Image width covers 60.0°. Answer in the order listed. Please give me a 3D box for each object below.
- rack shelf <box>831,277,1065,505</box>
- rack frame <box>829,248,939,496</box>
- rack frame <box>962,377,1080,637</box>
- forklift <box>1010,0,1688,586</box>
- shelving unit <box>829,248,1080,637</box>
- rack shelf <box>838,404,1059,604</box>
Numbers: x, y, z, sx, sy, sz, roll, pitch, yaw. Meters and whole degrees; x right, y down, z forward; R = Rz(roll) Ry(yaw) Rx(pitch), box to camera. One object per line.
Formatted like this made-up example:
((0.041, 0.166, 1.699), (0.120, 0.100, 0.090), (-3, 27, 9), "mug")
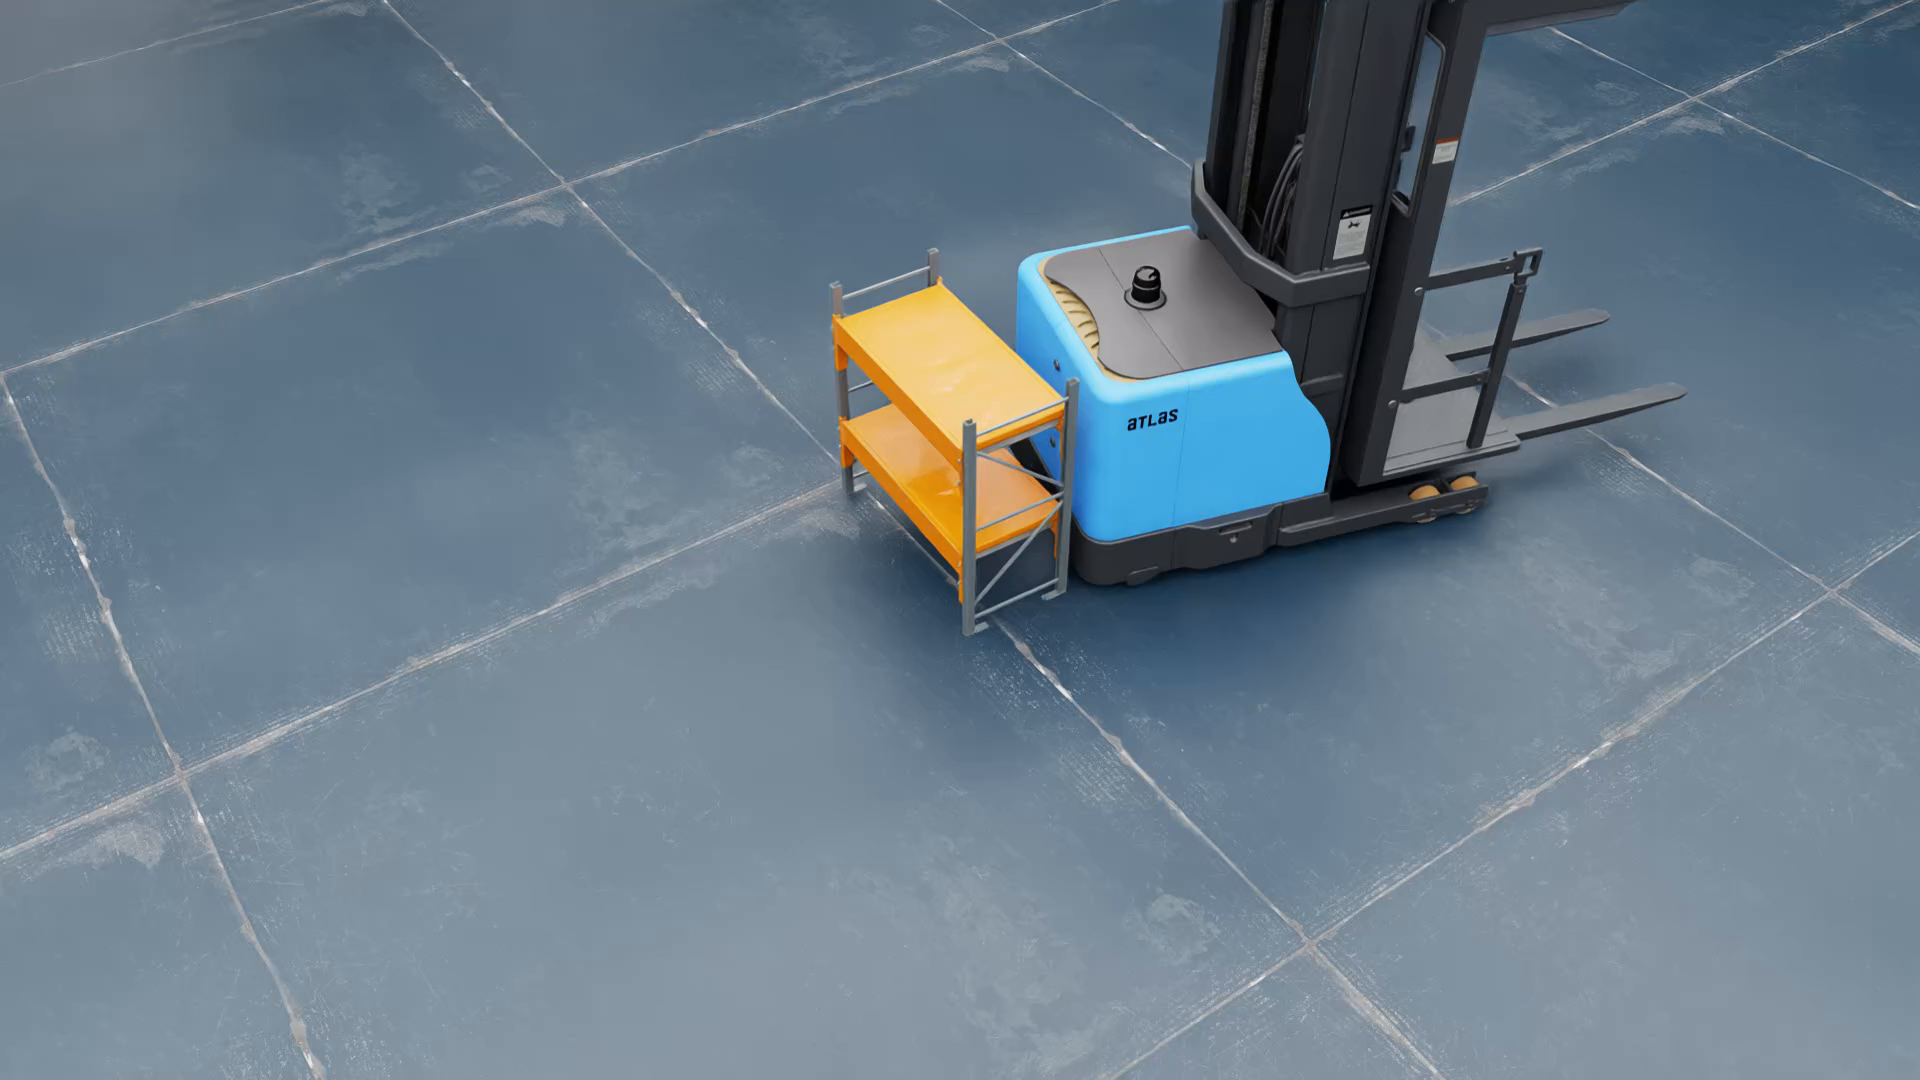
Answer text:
((-0.039, -0.617, 6.649), (0.538, 0.278, 1.000), (-23, 48, -22), "rack shelf")
((-0.307, -0.704, 7.163), (0.500, 1.125, 0.032), (-23, 48, -22), "rack frame")
((0.229, -0.107, 6.539), (0.500, 1.125, 0.032), (-23, 48, -22), "rack frame")
((1.802, -1.470, 6.658), (3.031, 2.935, 1.130), (-13, 45, -13), "forklift")
((-0.039, -0.405, 6.851), (0.538, 1.125, 1.048), (-23, 48, -22), "shelving unit")
((-0.039, -0.229, 7.020), (0.538, 0.278, 1.000), (-23, 48, -22), "rack shelf")
